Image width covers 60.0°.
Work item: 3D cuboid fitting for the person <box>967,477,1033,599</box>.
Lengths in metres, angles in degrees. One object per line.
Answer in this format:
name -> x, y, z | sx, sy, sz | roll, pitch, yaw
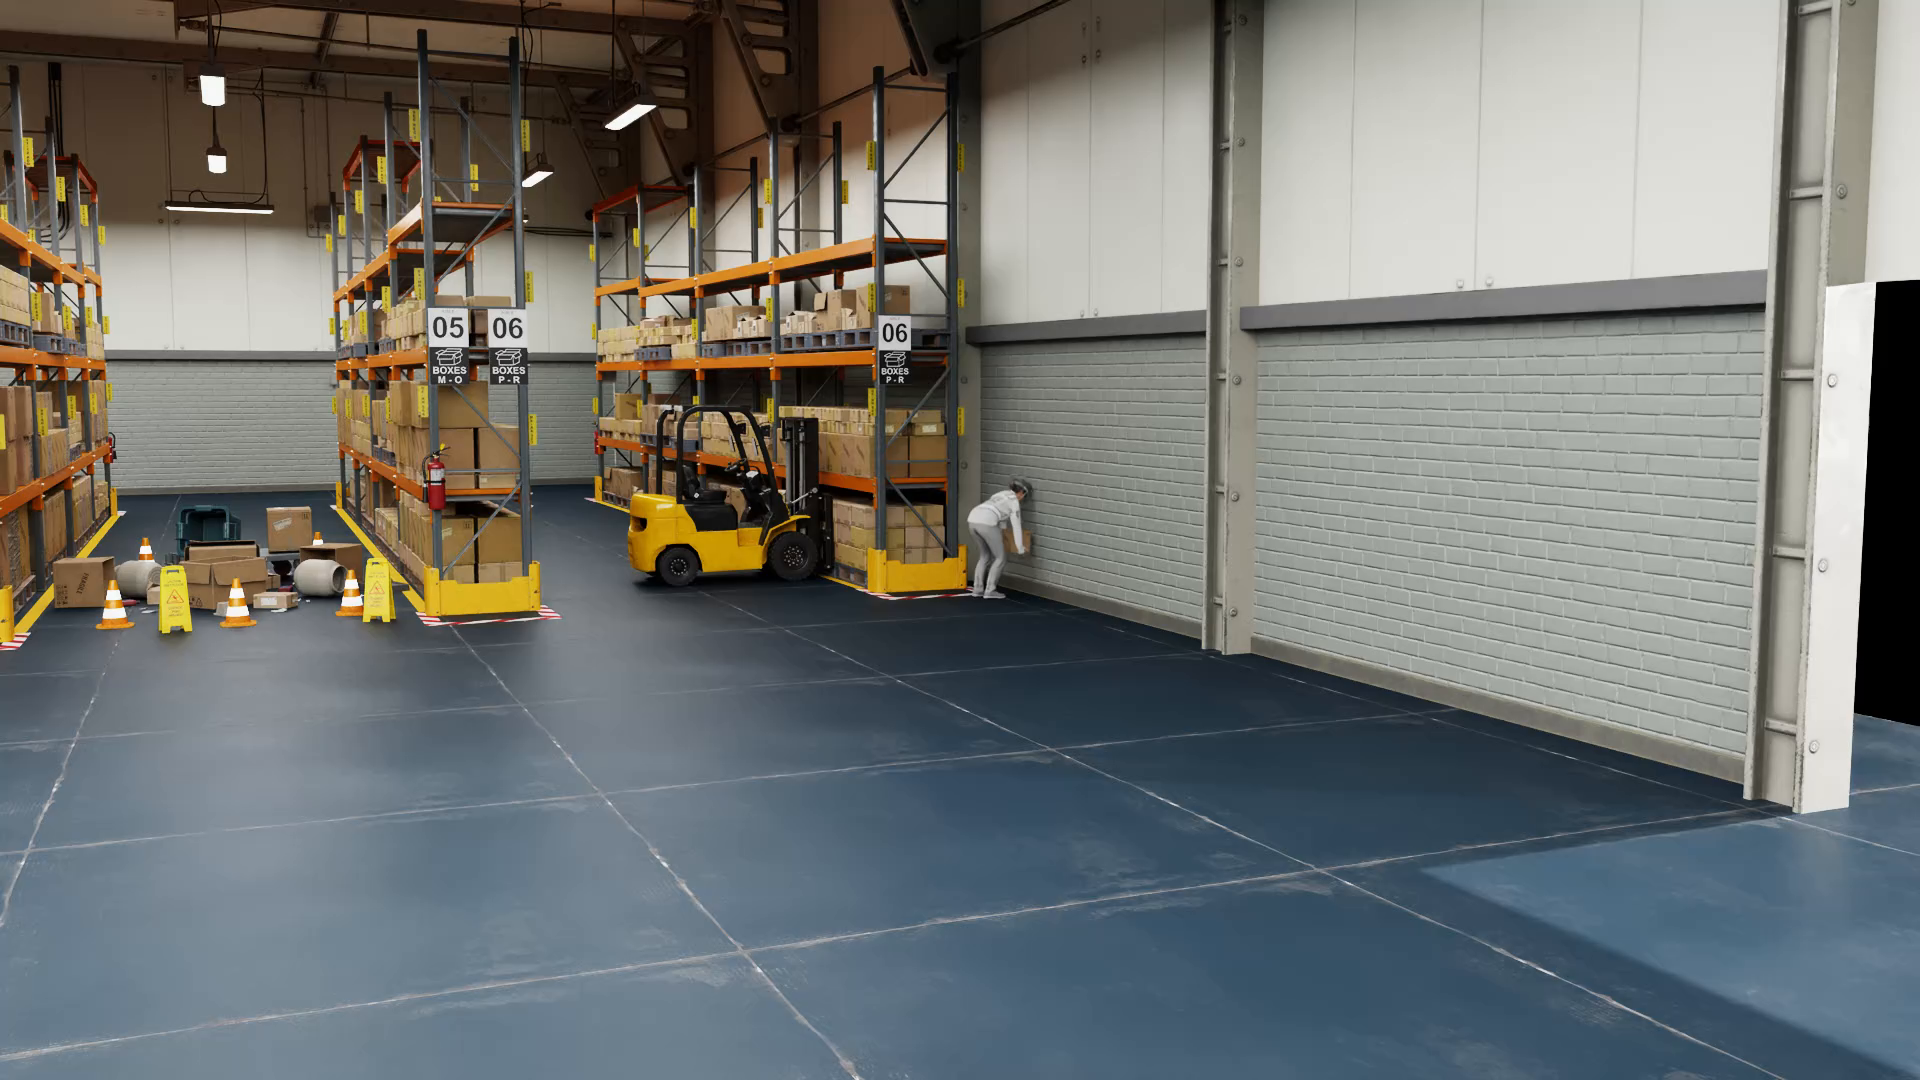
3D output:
person -> 0.475, -0.028, 18.924 | 0.849, 1.358, 0.417 | -4, 7, -37
